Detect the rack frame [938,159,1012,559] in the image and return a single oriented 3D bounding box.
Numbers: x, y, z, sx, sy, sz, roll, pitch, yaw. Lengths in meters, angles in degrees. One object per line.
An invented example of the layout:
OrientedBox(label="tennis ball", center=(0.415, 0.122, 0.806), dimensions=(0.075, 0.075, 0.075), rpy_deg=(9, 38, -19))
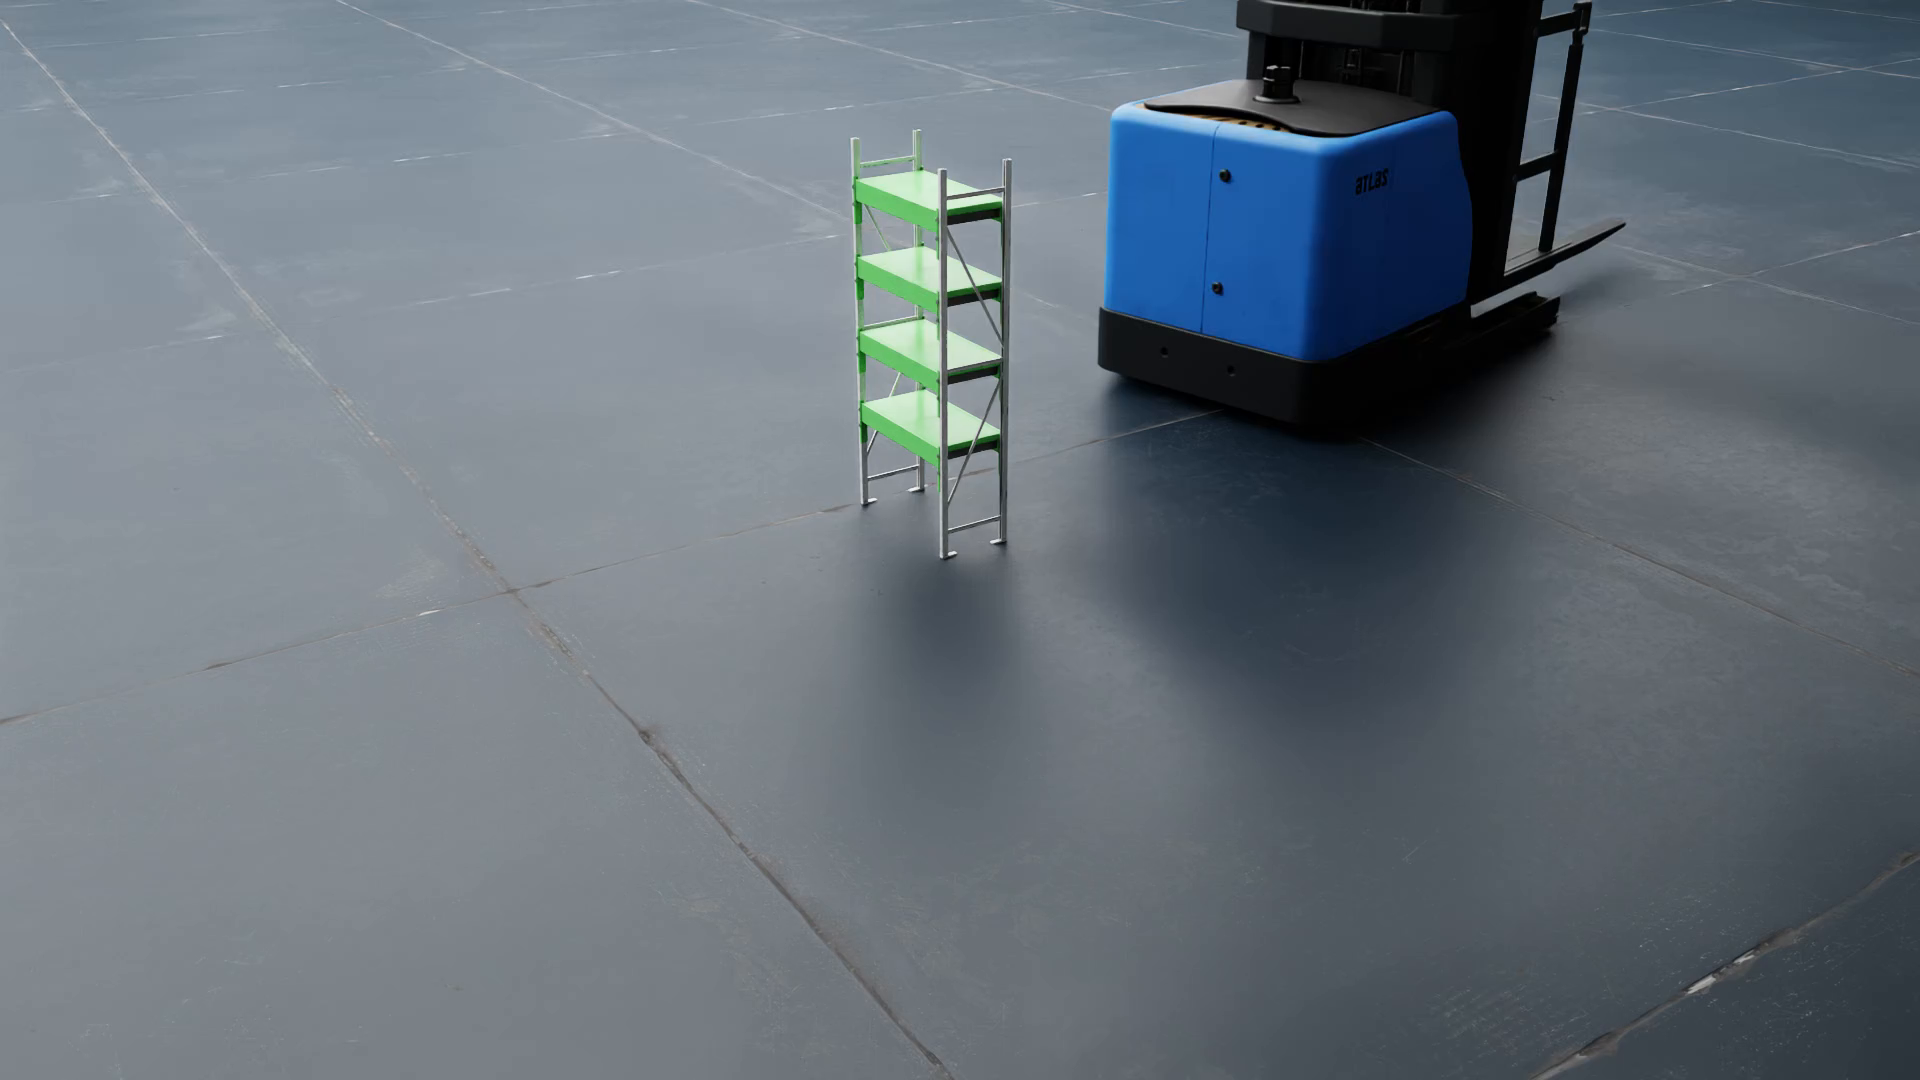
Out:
OrientedBox(label="rack frame", center=(0.043, -0.515, 4.934), dimensions=(0.240, 1.200, 0.015), rpy_deg=(-16, 29, -30))

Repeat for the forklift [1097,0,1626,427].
OrientedBox(label="forklift", center=(1.913, -2.273, 6.632), dimensions=(1.130, 2.935, 3.031), rpy_deg=(22, 33, 38))

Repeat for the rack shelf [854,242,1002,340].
OrientedBox(label="rack shelf", center=(-0.090, -0.761, 5.044), dimensions=(0.258, 0.148, 0.480), rpy_deg=(-16, 29, -30))

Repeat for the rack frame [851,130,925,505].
OrientedBox(label="rack frame", center=(-0.224, -0.689, 5.304), dimensions=(0.240, 1.200, 0.015), rpy_deg=(-16, 29, -30))

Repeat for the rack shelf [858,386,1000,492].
OrientedBox(label="rack shelf", center=(-0.090, -0.327, 5.249), dimensions=(0.258, 0.148, 0.480), rpy_deg=(-16, 29, -30))

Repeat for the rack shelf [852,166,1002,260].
OrientedBox(label="rack shelf", center=(-0.090, -0.978, 4.942), dimensions=(0.258, 0.148, 0.480), rpy_deg=(-16, 29, -30))

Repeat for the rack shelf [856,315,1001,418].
OrientedBox(label="rack shelf", center=(-0.090, -0.544, 5.147), dimensions=(0.258, 0.148, 0.480), rpy_deg=(-16, 29, -30))

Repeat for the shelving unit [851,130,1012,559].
OrientedBox(label="shelving unit", center=(-0.090, -0.602, 5.119), dimensions=(0.258, 1.200, 0.503), rpy_deg=(-16, 29, -30))
